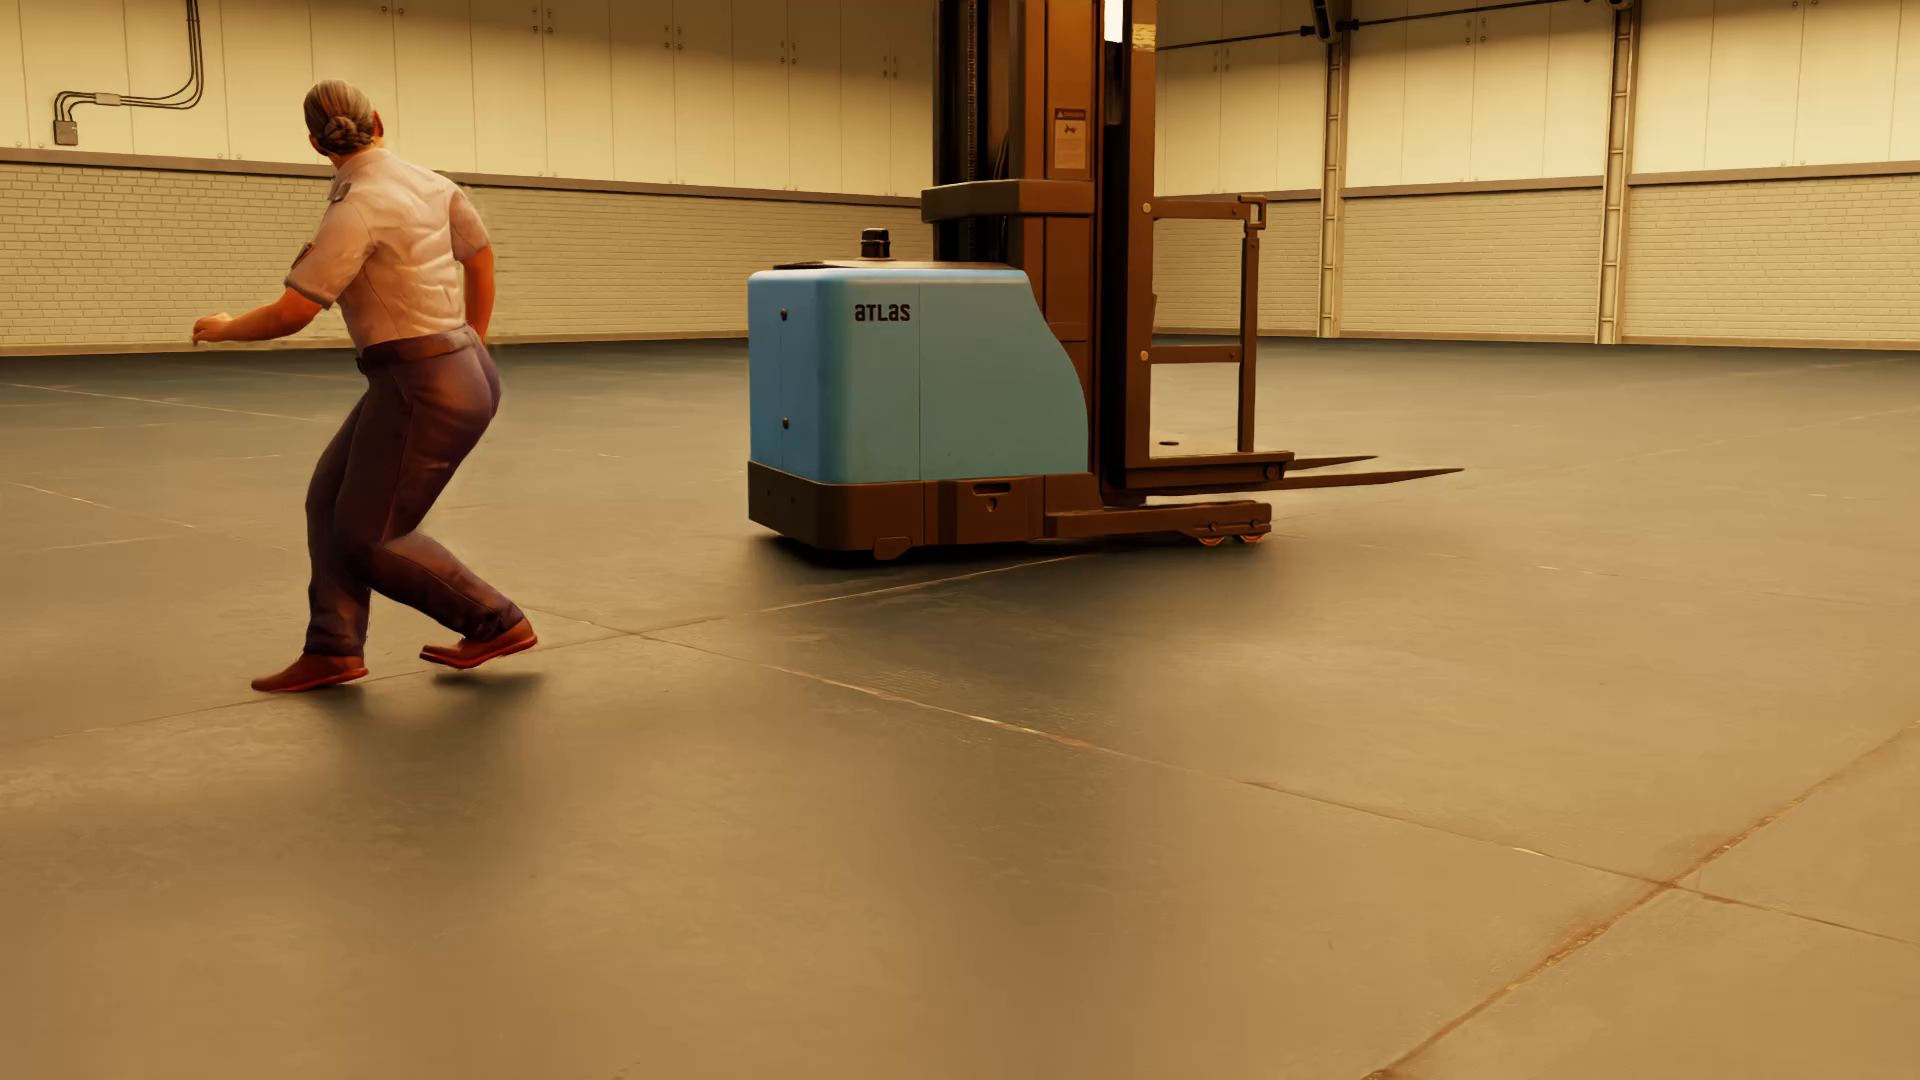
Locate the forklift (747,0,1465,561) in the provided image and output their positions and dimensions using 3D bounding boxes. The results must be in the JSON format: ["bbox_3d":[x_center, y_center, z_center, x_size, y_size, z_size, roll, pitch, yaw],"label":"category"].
[{"bbox_3d":[0.696,-1.495,6.802,3.031,2.935,1.130,-4,9,-23],"label":"forklift"}]

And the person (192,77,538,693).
[{"bbox_3d":[-1.514,-0.385,4.284,0.800,1.530,0.776,-1,9,-6],"label":"person"}]
